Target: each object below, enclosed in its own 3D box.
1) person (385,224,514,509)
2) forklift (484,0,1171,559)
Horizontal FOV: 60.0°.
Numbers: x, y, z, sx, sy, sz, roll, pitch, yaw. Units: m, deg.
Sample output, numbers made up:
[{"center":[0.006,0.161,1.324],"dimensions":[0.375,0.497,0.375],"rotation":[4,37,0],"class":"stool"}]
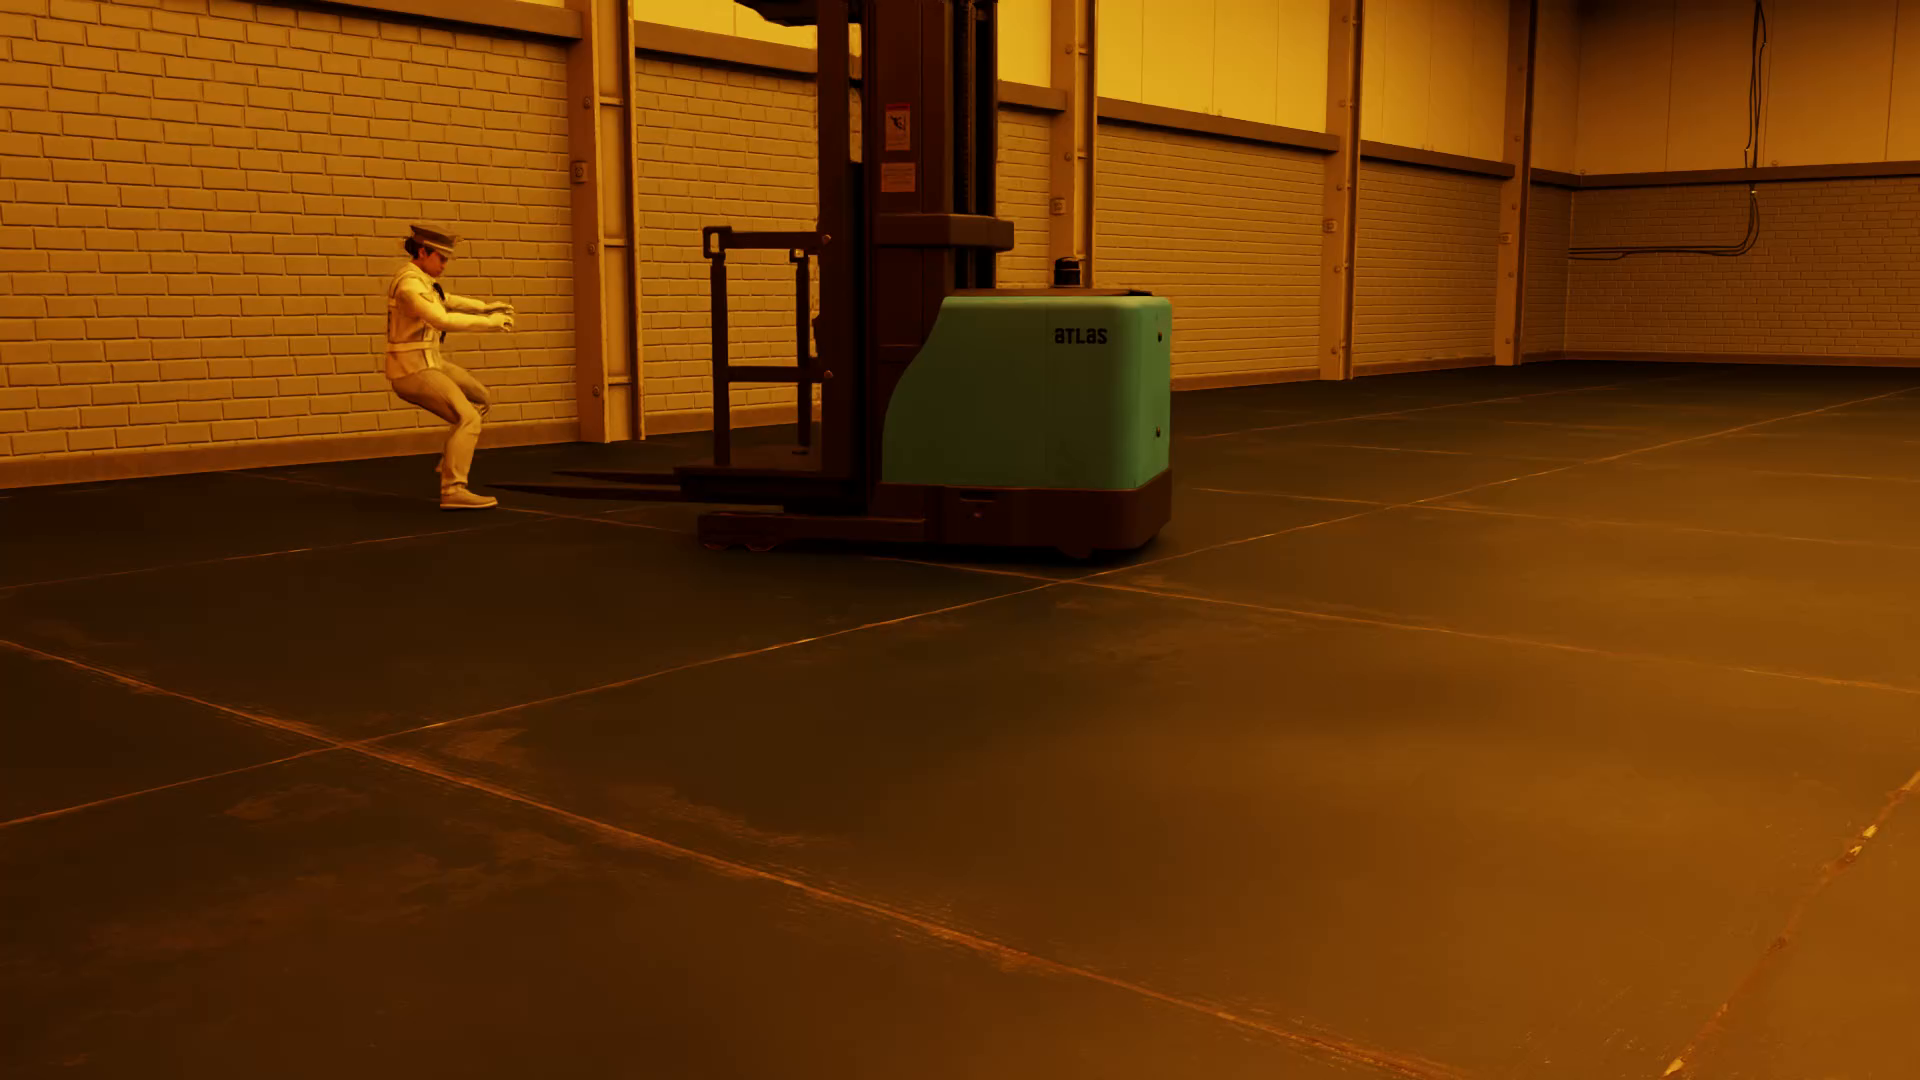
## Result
[{"center":[-2.676,-0.933,8.792],"dimensions":[0.678,1.443,1.045],"rotation":[-1,8,-8],"class":"person"},{"center":[-0.623,-1.467,7.309],"dimensions":[3.031,2.935,1.130],"rotation":[2,9,15],"class":"forklift"}]
